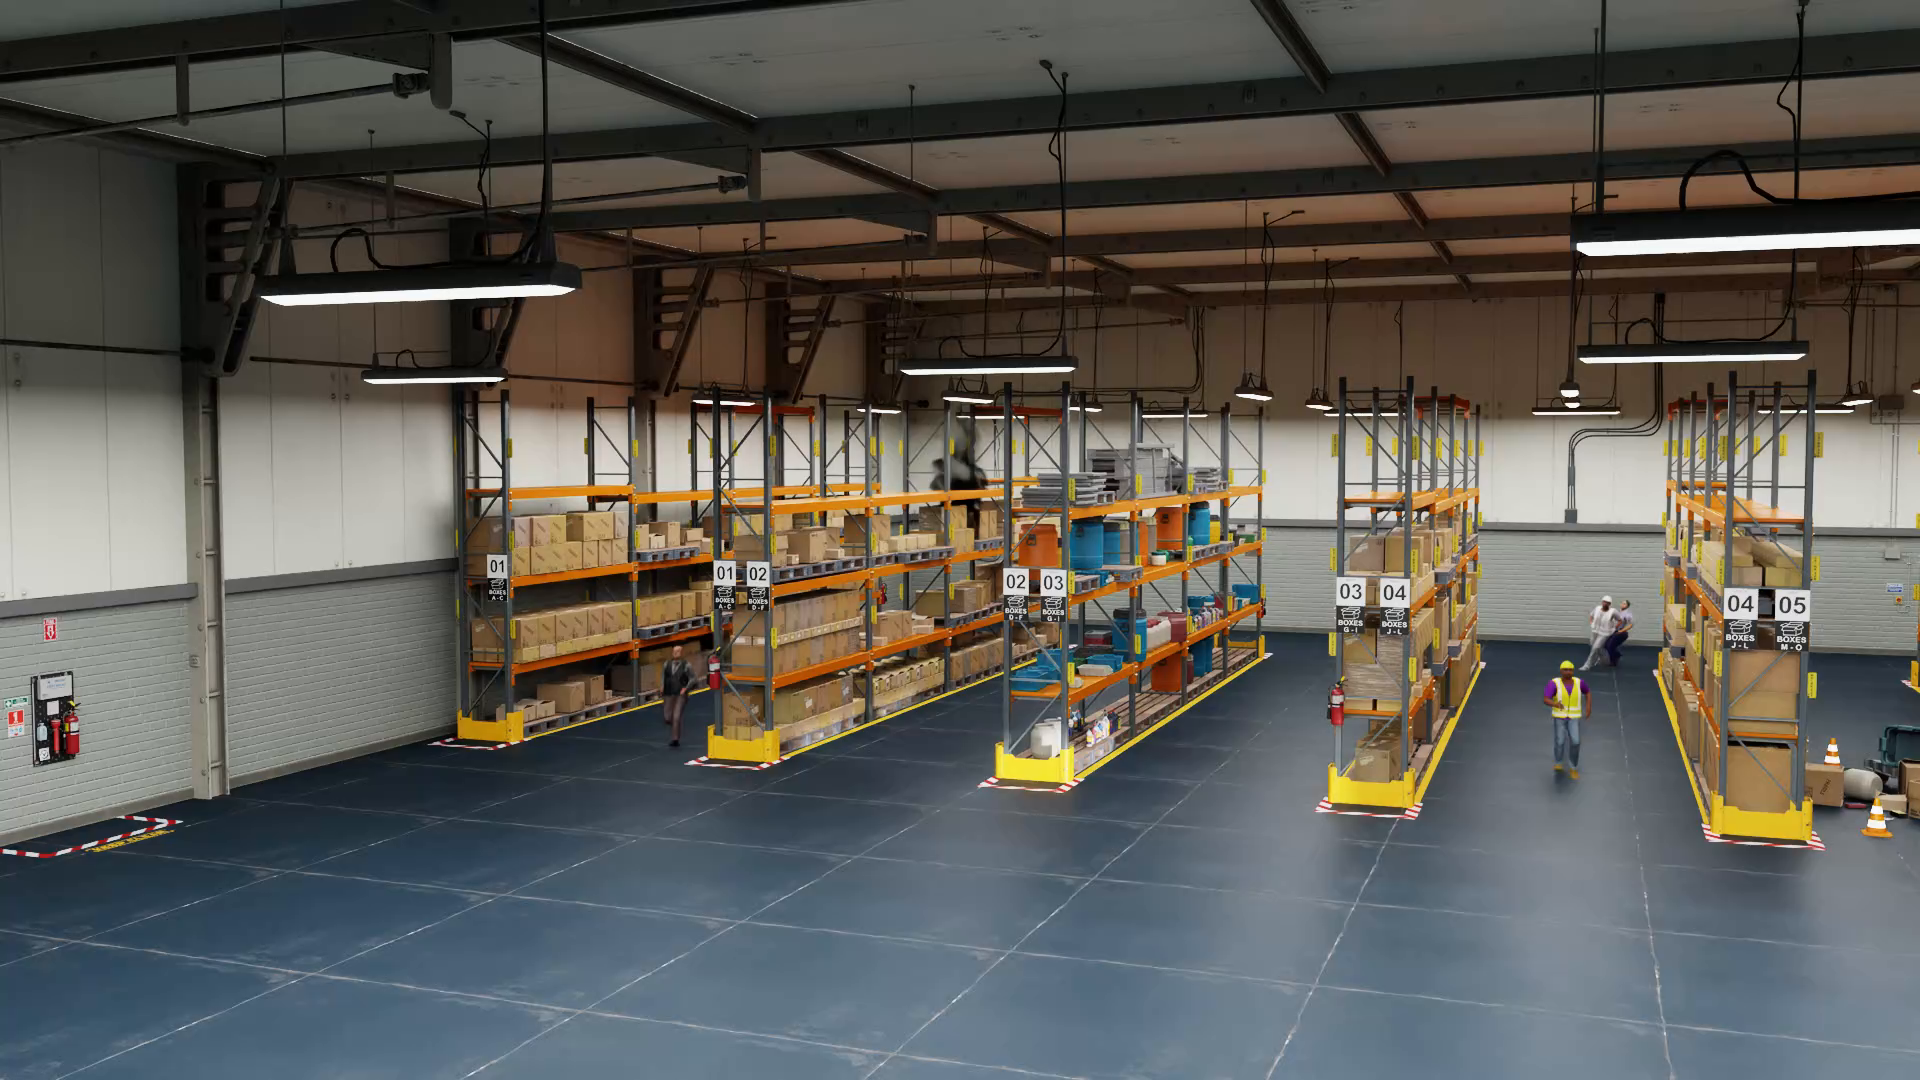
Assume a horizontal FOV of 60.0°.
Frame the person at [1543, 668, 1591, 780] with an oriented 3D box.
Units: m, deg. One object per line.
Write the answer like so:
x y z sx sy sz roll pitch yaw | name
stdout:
9.236 2.766 25.289 0.726 1.802 0.744 1 3 12 | person

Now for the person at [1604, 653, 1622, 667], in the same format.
14.920 2.704 38.190 0.294 0.383 0.277 0 3 -1 | person

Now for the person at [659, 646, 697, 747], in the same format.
-4.775 2.623 28.078 0.653 1.670 0.647 0 3 8 | person

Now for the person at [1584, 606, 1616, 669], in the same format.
14.458 2.187 37.349 0.777 1.421 0.618 -3 4 -40 | person
